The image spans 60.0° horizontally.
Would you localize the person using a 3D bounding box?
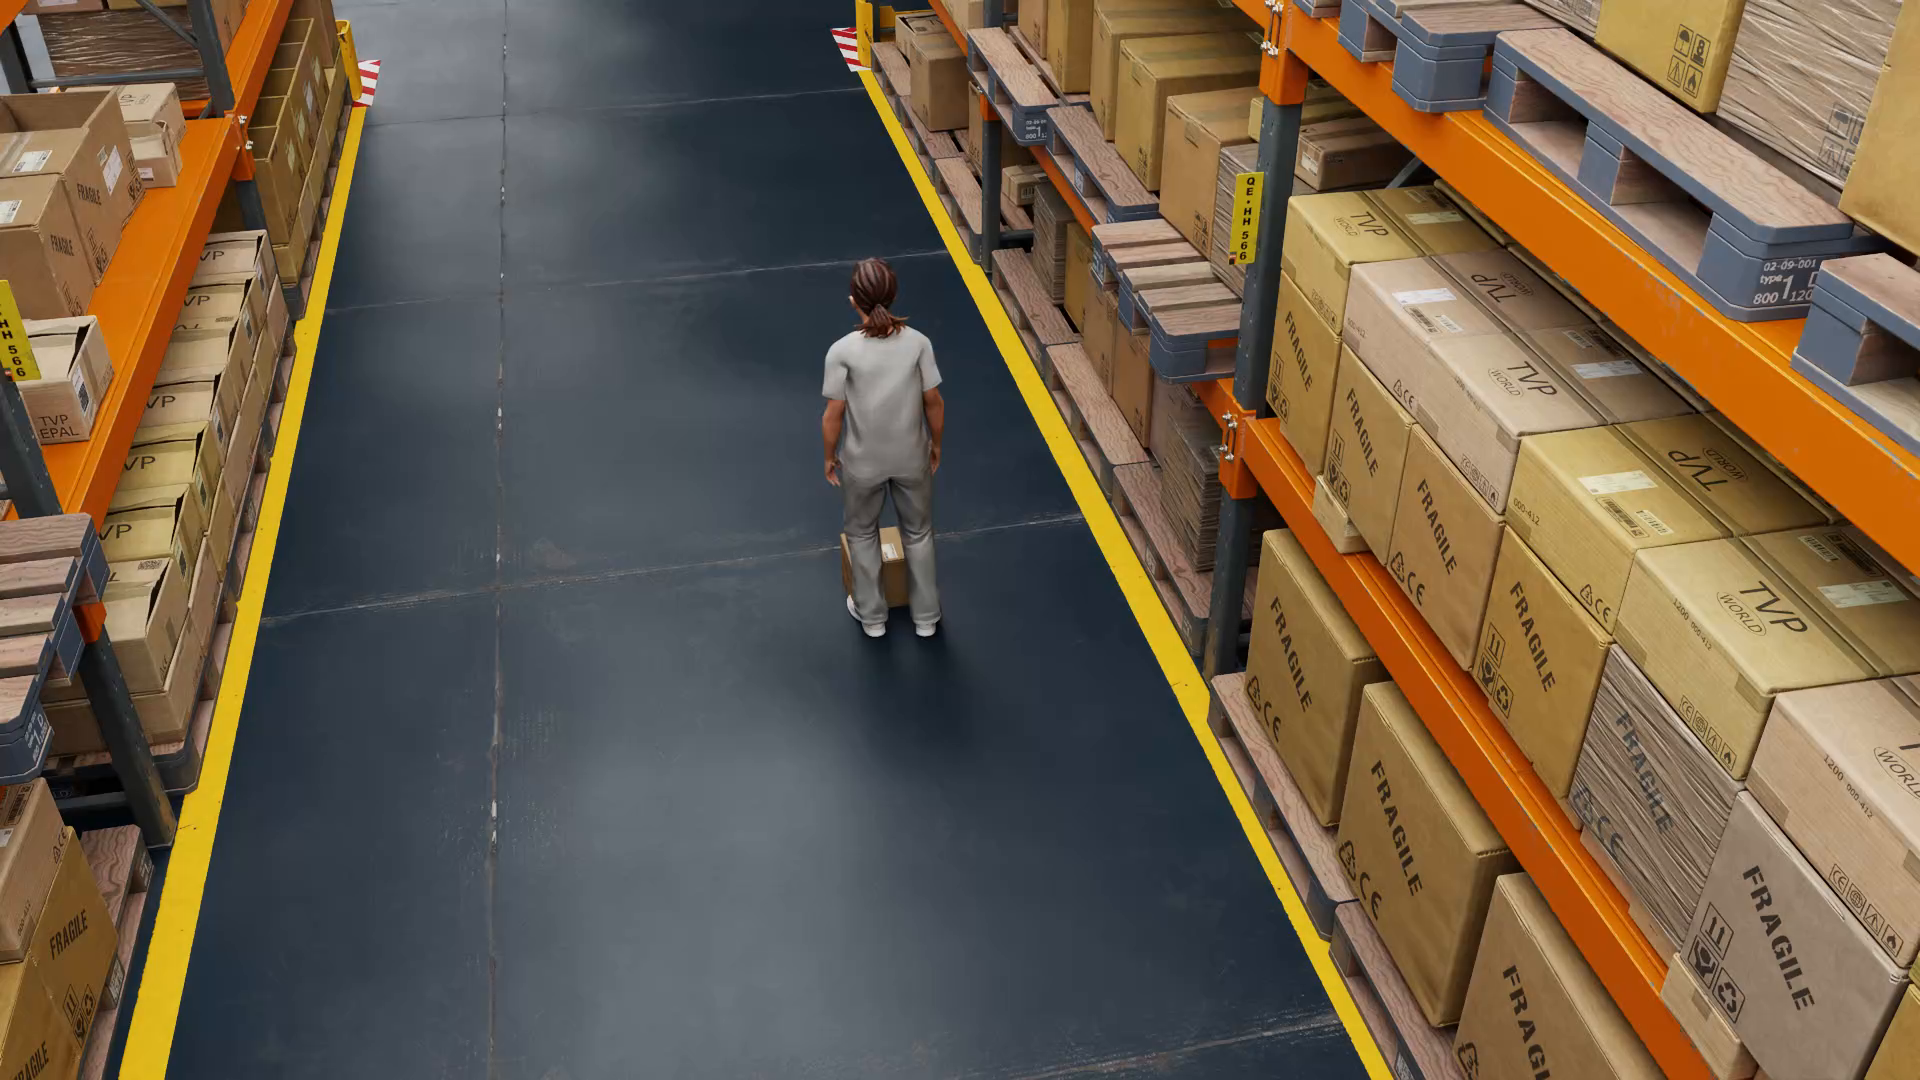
[{"bbox_3d":[-0.307,-0.337,6.635,0.486,1.673,0.404,-7,35,-10],"label":"person"}]
